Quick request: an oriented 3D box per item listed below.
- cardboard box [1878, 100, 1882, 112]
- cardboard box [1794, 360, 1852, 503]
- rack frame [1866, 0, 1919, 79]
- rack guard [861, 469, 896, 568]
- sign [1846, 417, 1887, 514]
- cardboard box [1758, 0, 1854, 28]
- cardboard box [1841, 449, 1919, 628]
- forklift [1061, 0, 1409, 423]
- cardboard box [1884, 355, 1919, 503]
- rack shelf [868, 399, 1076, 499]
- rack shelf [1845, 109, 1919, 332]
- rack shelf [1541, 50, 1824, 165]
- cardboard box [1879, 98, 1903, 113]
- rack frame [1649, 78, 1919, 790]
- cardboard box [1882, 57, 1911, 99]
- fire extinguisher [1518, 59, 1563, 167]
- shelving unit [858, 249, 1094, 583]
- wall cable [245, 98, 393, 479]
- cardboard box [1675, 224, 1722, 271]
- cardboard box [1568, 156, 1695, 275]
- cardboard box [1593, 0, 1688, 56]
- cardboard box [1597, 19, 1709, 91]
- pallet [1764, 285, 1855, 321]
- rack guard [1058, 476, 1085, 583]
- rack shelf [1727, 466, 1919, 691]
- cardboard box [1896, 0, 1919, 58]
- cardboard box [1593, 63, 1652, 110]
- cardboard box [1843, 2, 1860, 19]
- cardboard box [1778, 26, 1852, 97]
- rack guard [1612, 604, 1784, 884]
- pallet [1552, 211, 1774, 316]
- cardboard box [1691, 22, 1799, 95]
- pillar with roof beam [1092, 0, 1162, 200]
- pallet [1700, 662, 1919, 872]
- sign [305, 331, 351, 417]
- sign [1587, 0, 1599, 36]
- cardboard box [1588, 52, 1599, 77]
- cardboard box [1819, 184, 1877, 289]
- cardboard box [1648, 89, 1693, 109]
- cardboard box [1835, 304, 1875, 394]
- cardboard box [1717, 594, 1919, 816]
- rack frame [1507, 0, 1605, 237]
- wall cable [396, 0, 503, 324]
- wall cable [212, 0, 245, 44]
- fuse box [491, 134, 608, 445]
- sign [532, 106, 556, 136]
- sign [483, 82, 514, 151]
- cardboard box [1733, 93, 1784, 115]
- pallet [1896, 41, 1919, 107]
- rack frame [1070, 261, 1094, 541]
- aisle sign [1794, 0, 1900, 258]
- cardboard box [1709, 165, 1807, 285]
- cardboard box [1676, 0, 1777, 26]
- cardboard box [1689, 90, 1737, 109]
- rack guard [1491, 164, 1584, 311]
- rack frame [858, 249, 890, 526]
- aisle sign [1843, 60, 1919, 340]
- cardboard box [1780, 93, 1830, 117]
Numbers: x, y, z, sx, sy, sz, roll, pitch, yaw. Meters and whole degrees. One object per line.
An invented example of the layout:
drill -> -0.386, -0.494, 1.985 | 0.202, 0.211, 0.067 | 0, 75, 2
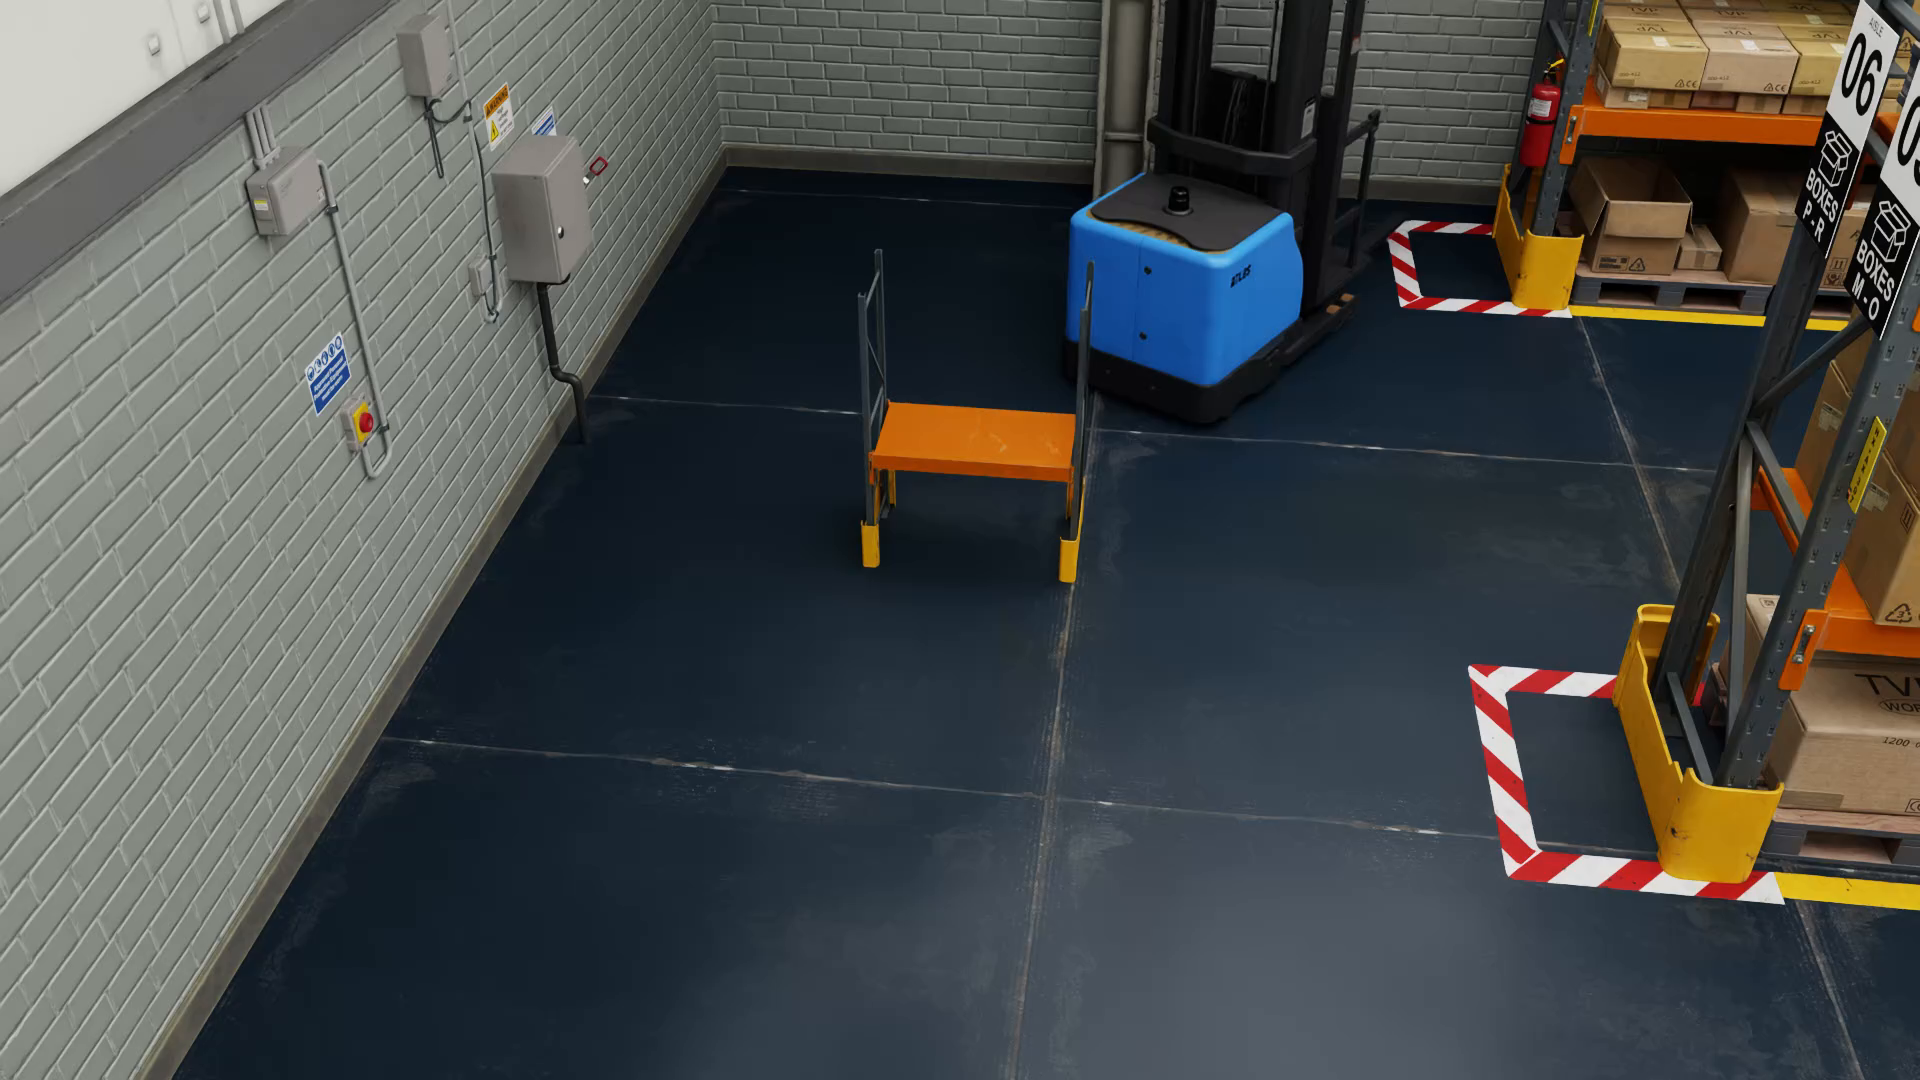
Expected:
cardboard box -> 5.296, -2.635, 9.934 | 0.250, 0.149, 0.380 | 3, 36, 5
cardboard box -> 3.617, -0.341, 6.417 | 0.500, 0.500, 0.500 | 4, 36, 6
rack frame -> 3.105, -2.625, 4.539 | 0.127, 3.000, 1.000 | 4, 36, 6
rack guard -> -0.418, -0.133, 8.578 | 0.087, 0.250, 0.587 | 4, 36, 6
sign -> 3.028, -0.249, 5.560 | 0.005, 0.325, 0.100 | 4, 36, 6
cardboard box -> 5.225, -3.145, 10.304 | 0.500, 0.250, 0.500 | 5, 36, 7
cardboard box -> 3.545, -0.023, 5.972 | 0.500, 0.500, 0.500 | 4, 36, 6
forklift -> 1.889, -2.655, 9.804 | 1.130, 2.935, 3.031 | 24, 42, 29
cardboard box -> 3.545, -0.432, 5.683 | 0.500, 0.500, 0.500 | 4, 36, 5
rack shelf -> 0.085, -0.458, 8.267 | 1.000, 0.185, 0.538 | 4, 36, 6
rack shelf -> 5.089, -0.964, 5.412 | 4.000, 0.370, 1.077 | 4, 36, 6
rack shelf -> 5.717, -2.603, 10.292 | 4.000, 0.370, 1.077 | 4, 36, 6
cardboard box -> 5.560, -2.628, 9.923 | 0.250, 0.149, 0.380 | 5, 36, 7
rack frame -> 3.105, -0.184, 6.282 | 0.127, 3.000, 1.000 | 4, 36, 6
cardboard box -> 5.662, -2.817, 9.845 | 0.500, 0.250, 0.500 | 3, 36, 5
fire extinguisher -> 3.529, -2.605, 10.063 | 0.183, 0.674, 0.296 | 4, 36, 6
shelving unit -> 0.076, -0.605, 8.163 | 1.083, 1.500, 0.587 | 4, 36, 6
wall cable -> -2.491, -1.014, 6.544 | 0.123, 1.953, 0.585 | 4, 36, 6
cardboard box -> 4.745, -1.901, 10.781 | 0.250, 0.149, 0.380 | 3, 36, 4
cardboard box -> 4.328, -2.099, 10.753 | 0.637, 0.503, 0.797 | 3, 36, 4
cardboard box -> 4.224, -3.223, 10.414 | 0.500, 0.250, 0.500 | 5, 36, 7
cardboard box -> 4.149, -2.915, 9.982 | 0.500, 0.250, 0.500 | 4, 36, 6
pallet -> 5.806, -1.753, 10.882 | 1.213, 0.211, 1.003 | 4, 36, 6
rack guard -> 0.570, -0.059, 8.475 | 0.087, 0.250, 0.587 | 4, 36, 6
rack shelf -> 5.089, 0.257, 6.284 | 4.000, 0.370, 1.077 | 4, 36, 6
cardboard box -> 5.637, -3.110, 9.609 | 0.500, 0.500, 0.500 | 5, 36, 7
cardboard box -> 4.025, -2.759, 10.107 | 0.250, 0.149, 0.380 | 4, 36, 6
cardboard box -> 5.744, -3.106, 10.250 | 0.500, 0.250, 0.500 | 4, 36, 6
cardboard box -> 5.153, -2.842, 9.881 | 0.500, 0.250, 0.500 | 4, 36, 5
rack guard -> 3.081, 0.832, 7.011 | 0.348, 0.500, 1.175 | 4, 36, 6
pallet -> 4.600, -1.845, 11.010 | 1.213, 0.211, 1.003 | 4, 36, 6
cardboard box -> 4.649, -2.878, 9.930 | 0.500, 0.250, 0.500 | 5, 36, 6
pillar with roof beam -> 0.626, -3.724, 6.079 | 0.400, 9.000, 9.100 | 4, 36, 6
pallet -> 3.908, 0.966, 7.073 | 1.213, 0.211, 1.003 | 4, 36, 6
sign -> -2.558, -0.674, 6.737 | 0.001, 0.218, 0.327 | 4, 36, 6
sign -> 3.665, -3.084, 9.600 | 0.005, 0.325, 0.100 | 4, 36, 6
cardboard box -> 4.096, -3.072, 10.545 | 0.250, 0.149, 0.380 | 4, 36, 5
cardboard box -> 5.683, -1.915, 10.499 | 0.500, 0.500, 0.500 | 5, 36, 7
cardboard box -> 4.283, -2.767, 10.118 | 0.250, 0.149, 0.380 | 5, 36, 7
cardboard box -> 3.614, -0.733, 6.105 | 0.500, 0.500, 0.500 | 5, 36, 8
cardboard box -> 3.772, 0.680, 6.917 | 0.875, 0.438, 0.875 | 3, 36, 4
rack frame -> 3.734, -3.044, 10.290 | 0.127, 3.000, 1.000 | 4, 36, 6
wall cable -> -2.322, -1.819, 7.699 | 0.122, 1.984, 0.588 | 4, 36, 6
wall cable -> -2.573, -2.884, 4.902 | 0.029, 3.000, 0.463 | 4, 36, 6
fuse box -> -2.079, -1.262, 8.903 | 0.414, 1.711, 0.539 | 4, 36, 6
sign -> -2.221, -2.048, 8.976 | 0.001, 0.494, 0.329 | 4, 36, 6
sign -> -2.291, -2.107, 8.266 | 0.001, 0.242, 0.339 | 4, 36, 6
cardboard box -> 4.791, -2.714, 10.043 | 0.250, 0.149, 0.380 | 5, 36, 7
pallet -> 3.842, -1.320, 5.368 | 1.213, 0.211, 1.003 | 4, 36, 6
rack frame -> 0.589, -0.567, 8.110 | 0.032, 1.500, 0.500 | 4, 36, 6
aisle sign -> 3.073, -1.426, 5.785 | 0.004, 0.787, 0.394 | 4, 36, 6
cardboard box -> 5.171, -2.012, 10.634 | 0.500, 0.500, 0.700 | 6, 36, 8
cardboard box -> 4.735, -3.184, 10.359 | 0.500, 0.250, 0.500 | 4, 36, 6
cardboard box -> 4.548, -2.768, 10.119 | 0.250, 0.149, 0.380 | 4, 36, 5
rack guard -> 3.809, -2.021, 11.008 | 0.348, 0.500, 1.175 | 4, 36, 6
rack frame -> -0.420, -0.642, 8.215 | 0.032, 1.500, 0.500 | 4, 36, 6
aisle sign -> 2.997, -1.080, 5.300 | 0.004, 0.787, 0.394 | 4, 36, 6
cardboard box -> 5.055, -2.697, 10.020 | 0.250, 0.149, 0.380 | 5, 36, 7
